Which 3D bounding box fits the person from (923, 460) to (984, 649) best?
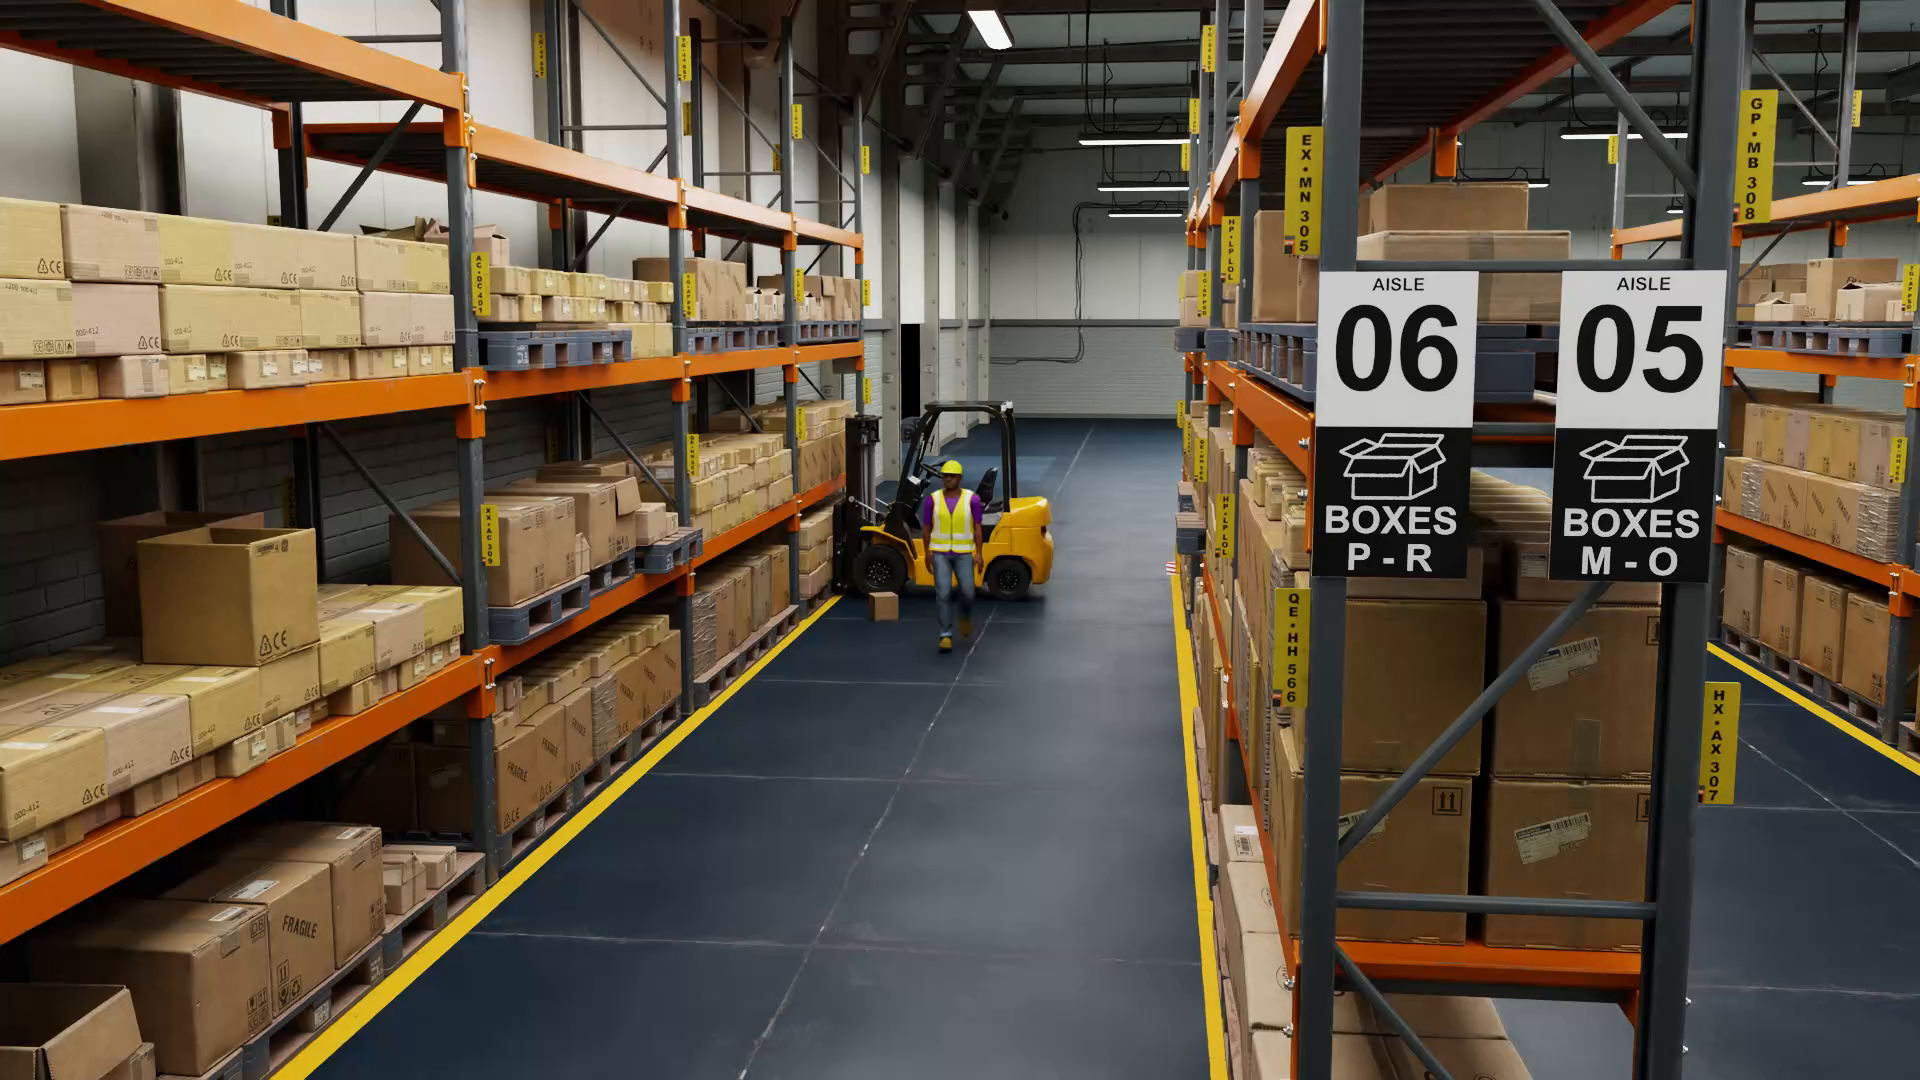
[{"bbox_3d":[-0.064,0.123,15.610,0.578,1.752,0.611,0,8,1],"label":"person"}]
